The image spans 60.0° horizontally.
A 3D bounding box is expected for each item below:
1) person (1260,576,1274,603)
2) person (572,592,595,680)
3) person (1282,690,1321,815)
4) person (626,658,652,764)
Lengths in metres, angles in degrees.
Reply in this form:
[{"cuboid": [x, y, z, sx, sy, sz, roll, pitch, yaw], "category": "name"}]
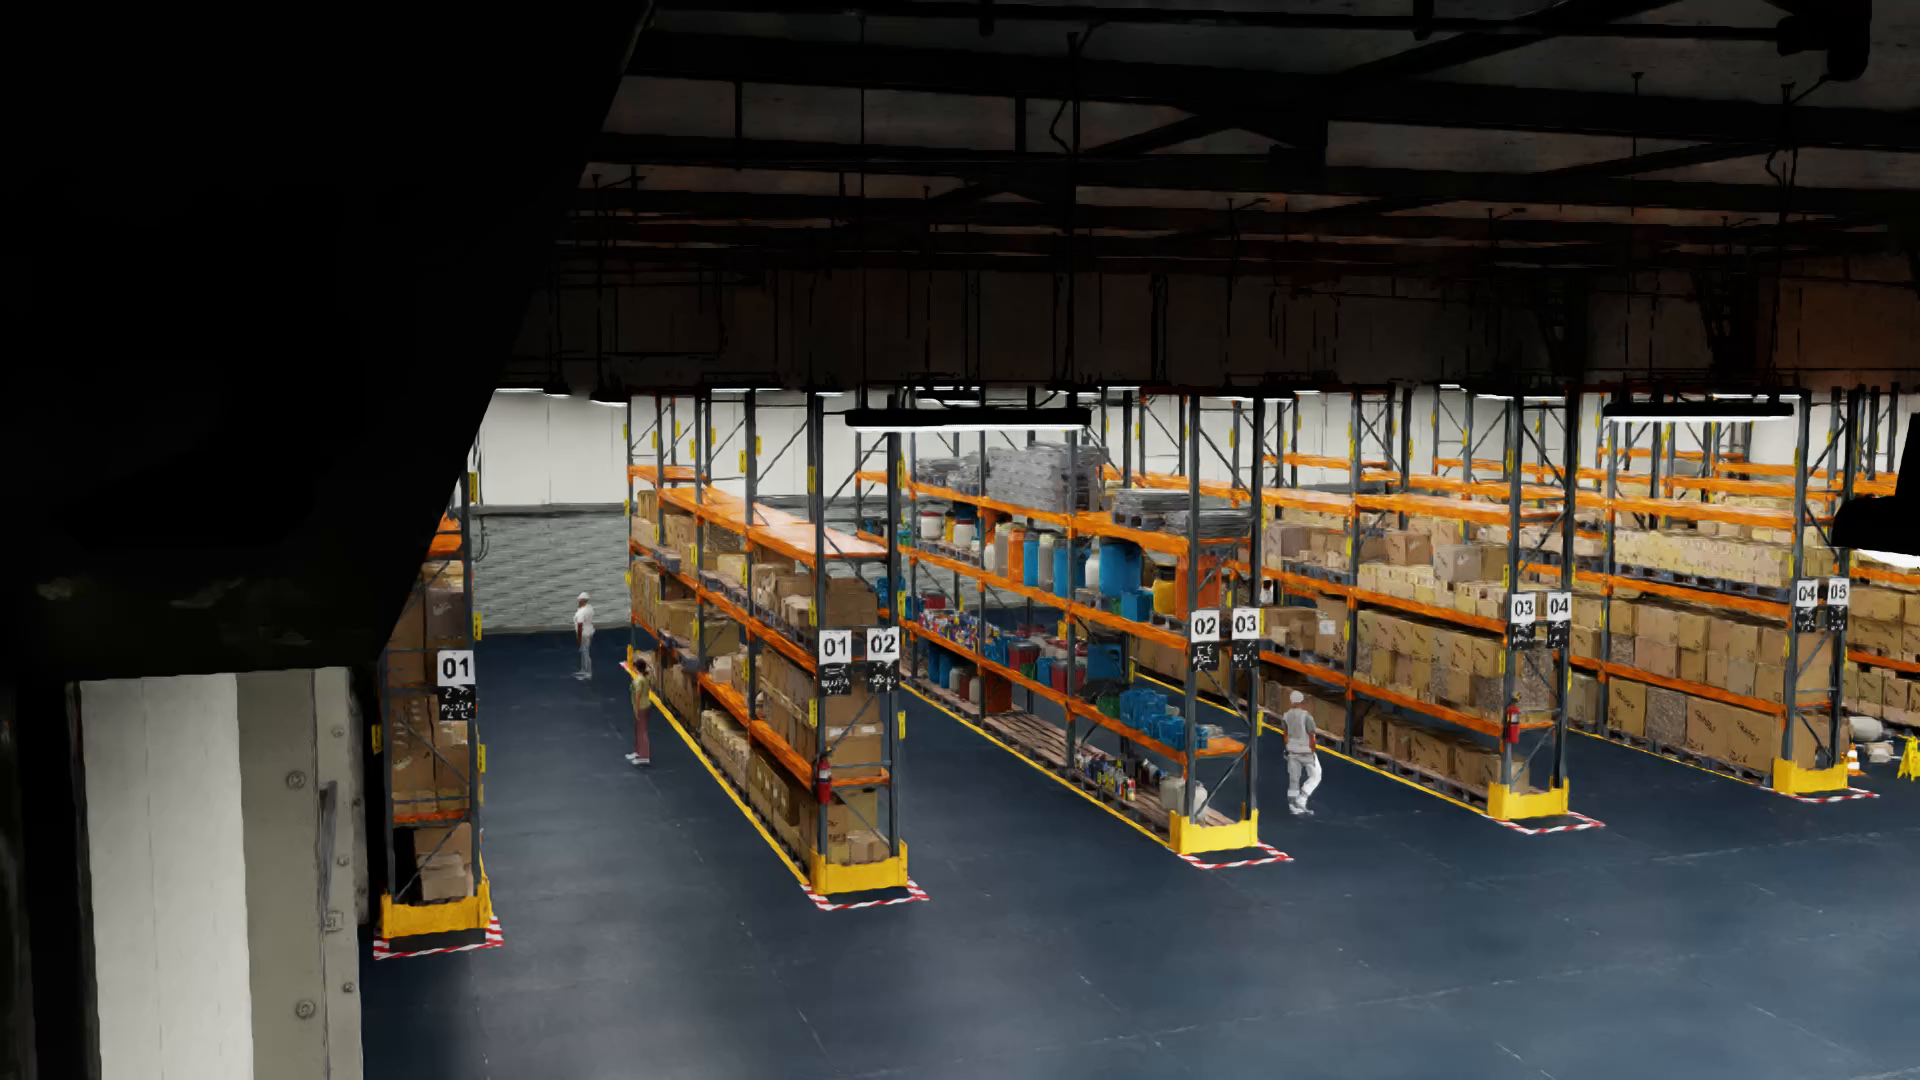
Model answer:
[{"cuboid": [6.831, 1.616, 37.409, 0.702, 1.735, 0.549, -2, 6, -21], "category": "person"}, {"cuboid": [-7.701, 1.943, 33.874, 0.497, 1.765, 0.625, 1, 6, 10], "category": "person"}, {"cuboid": [4.813, 3.012, 23.533, 0.425, 1.786, 0.593, -6, 8, -45], "category": "person"}, {"cuboid": [-5.179, 2.735, 26.735, 0.477, 1.662, 0.493, 1, 6, 12], "category": "person"}]
